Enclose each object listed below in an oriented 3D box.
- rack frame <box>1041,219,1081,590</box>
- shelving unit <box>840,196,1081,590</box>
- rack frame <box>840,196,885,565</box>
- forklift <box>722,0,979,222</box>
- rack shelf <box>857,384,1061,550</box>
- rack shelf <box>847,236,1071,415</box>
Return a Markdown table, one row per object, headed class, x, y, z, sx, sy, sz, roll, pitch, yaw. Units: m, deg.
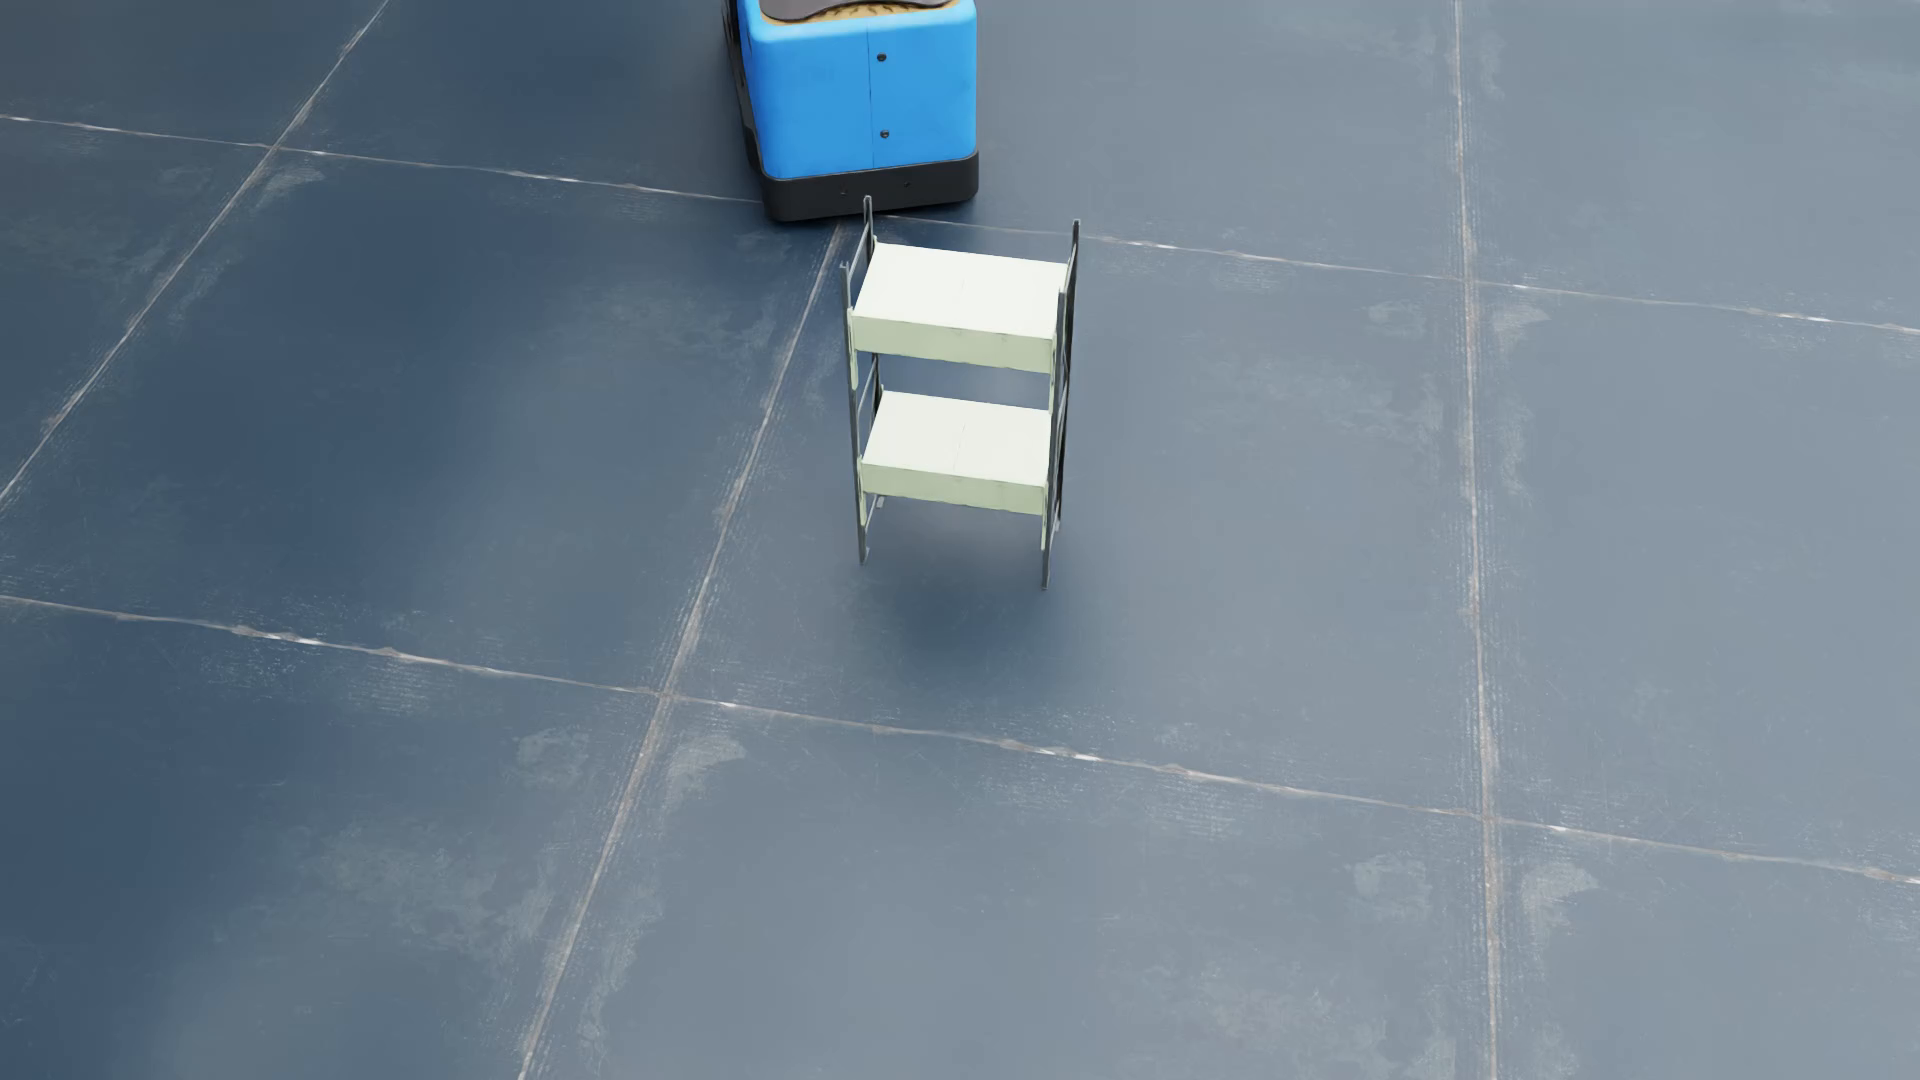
| class | x | y | z | sx | sy | sz | roll | pitch | yaw |
| --- | --- | --- | --- | --- | --- | --- | --- | --- | --- |
| rack frame | 0.367 | -0.452 | 6.120 | 0.023 | 1.500 | 0.400 | 8 | 49 | 7 |
| shelving unit | 0.007 | -0.500 | 6.163 | 0.755 | 1.500 | 0.431 | 8 | 49 | 7 |
| rack frame | -0.354 | -0.549 | 6.207 | 0.023 | 1.500 | 0.400 | 8 | 49 | 7 |
| forklift | -0.696 | -3.630 | 8.013 | 1.130 | 2.935 | 3.031 | -8 | 49 | -7 |
| rack shelf | 0.007 | -0.283 | 6.406 | 0.720 | 0.370 | 0.431 | 8 | 49 | 7 |
| rack shelf | 0.007 | -0.761 | 5.873 | 0.720 | 0.370 | 0.431 | 8 | 49 | 7 |
